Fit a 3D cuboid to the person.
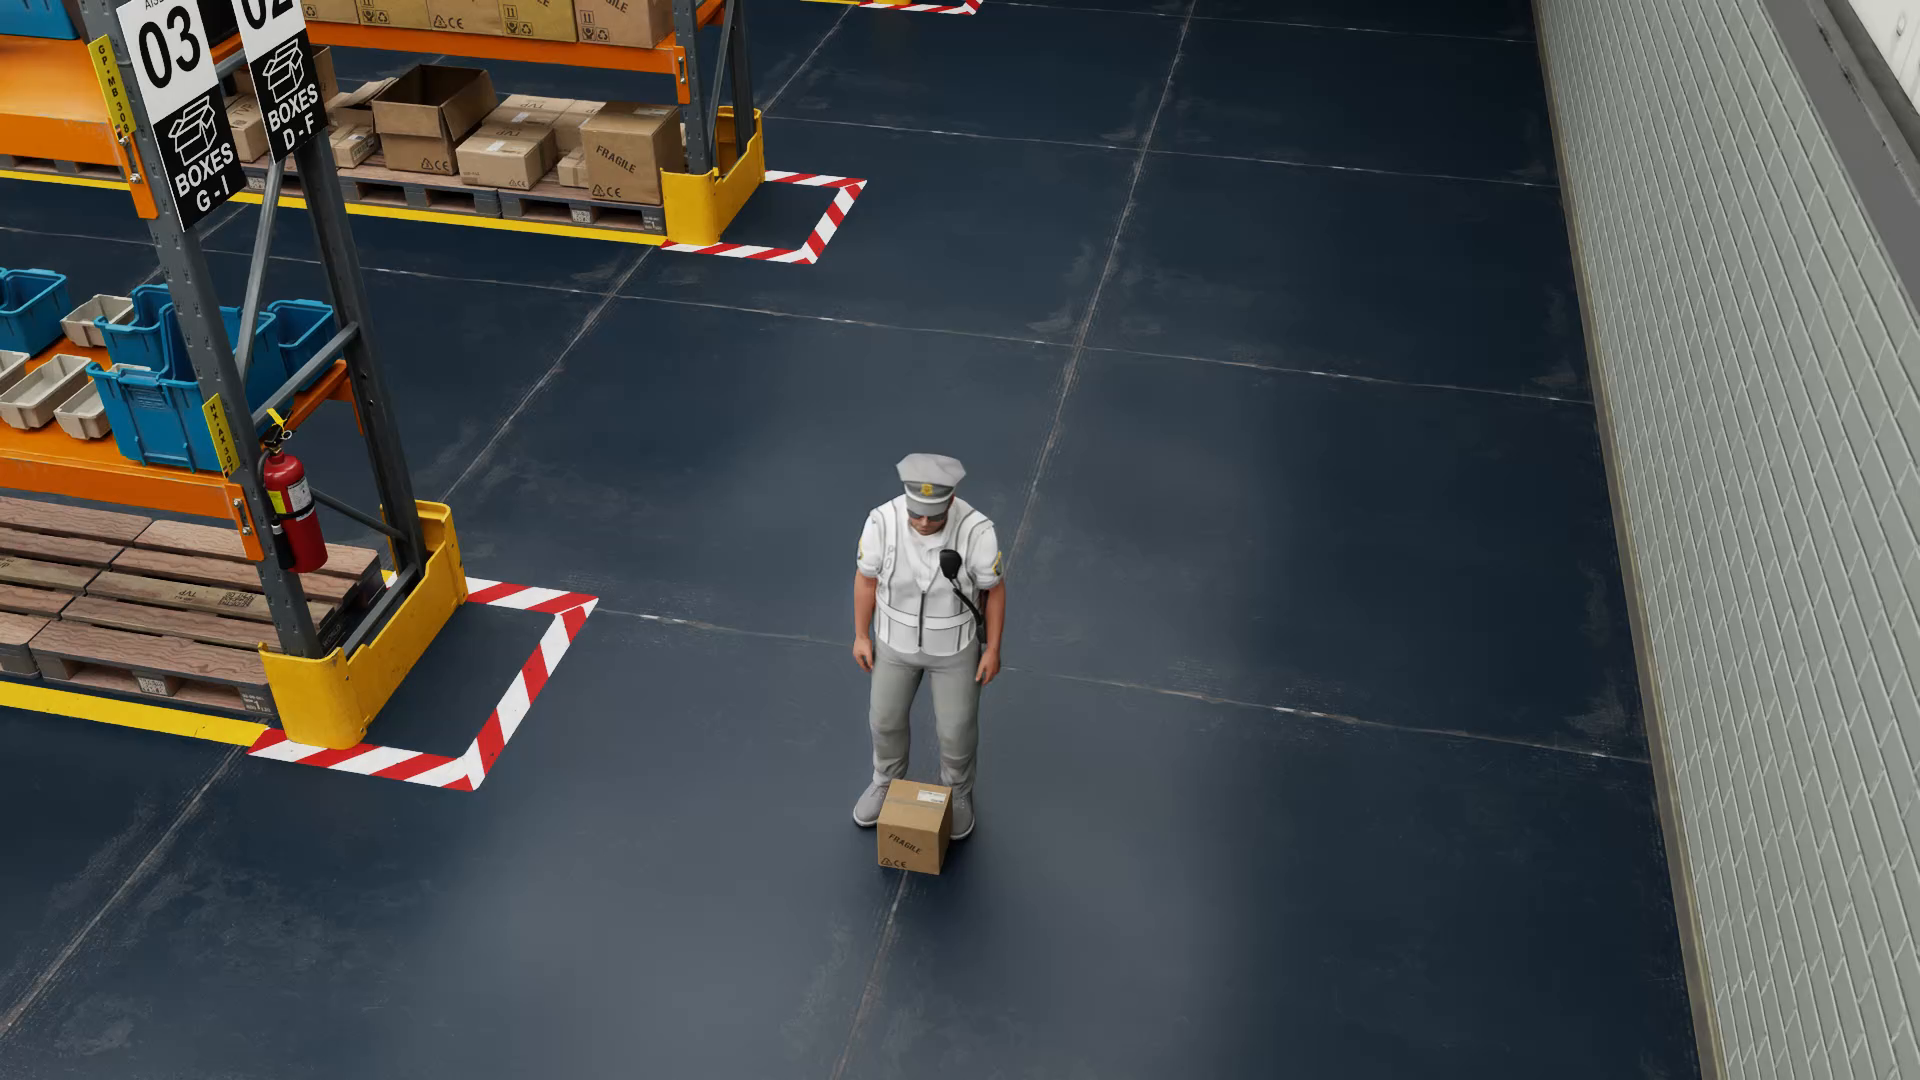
[{"bbox_3d":[-0.125,0.385,6.437,0.595,1.746,0.445,6,37,8],"label":"person"}]
